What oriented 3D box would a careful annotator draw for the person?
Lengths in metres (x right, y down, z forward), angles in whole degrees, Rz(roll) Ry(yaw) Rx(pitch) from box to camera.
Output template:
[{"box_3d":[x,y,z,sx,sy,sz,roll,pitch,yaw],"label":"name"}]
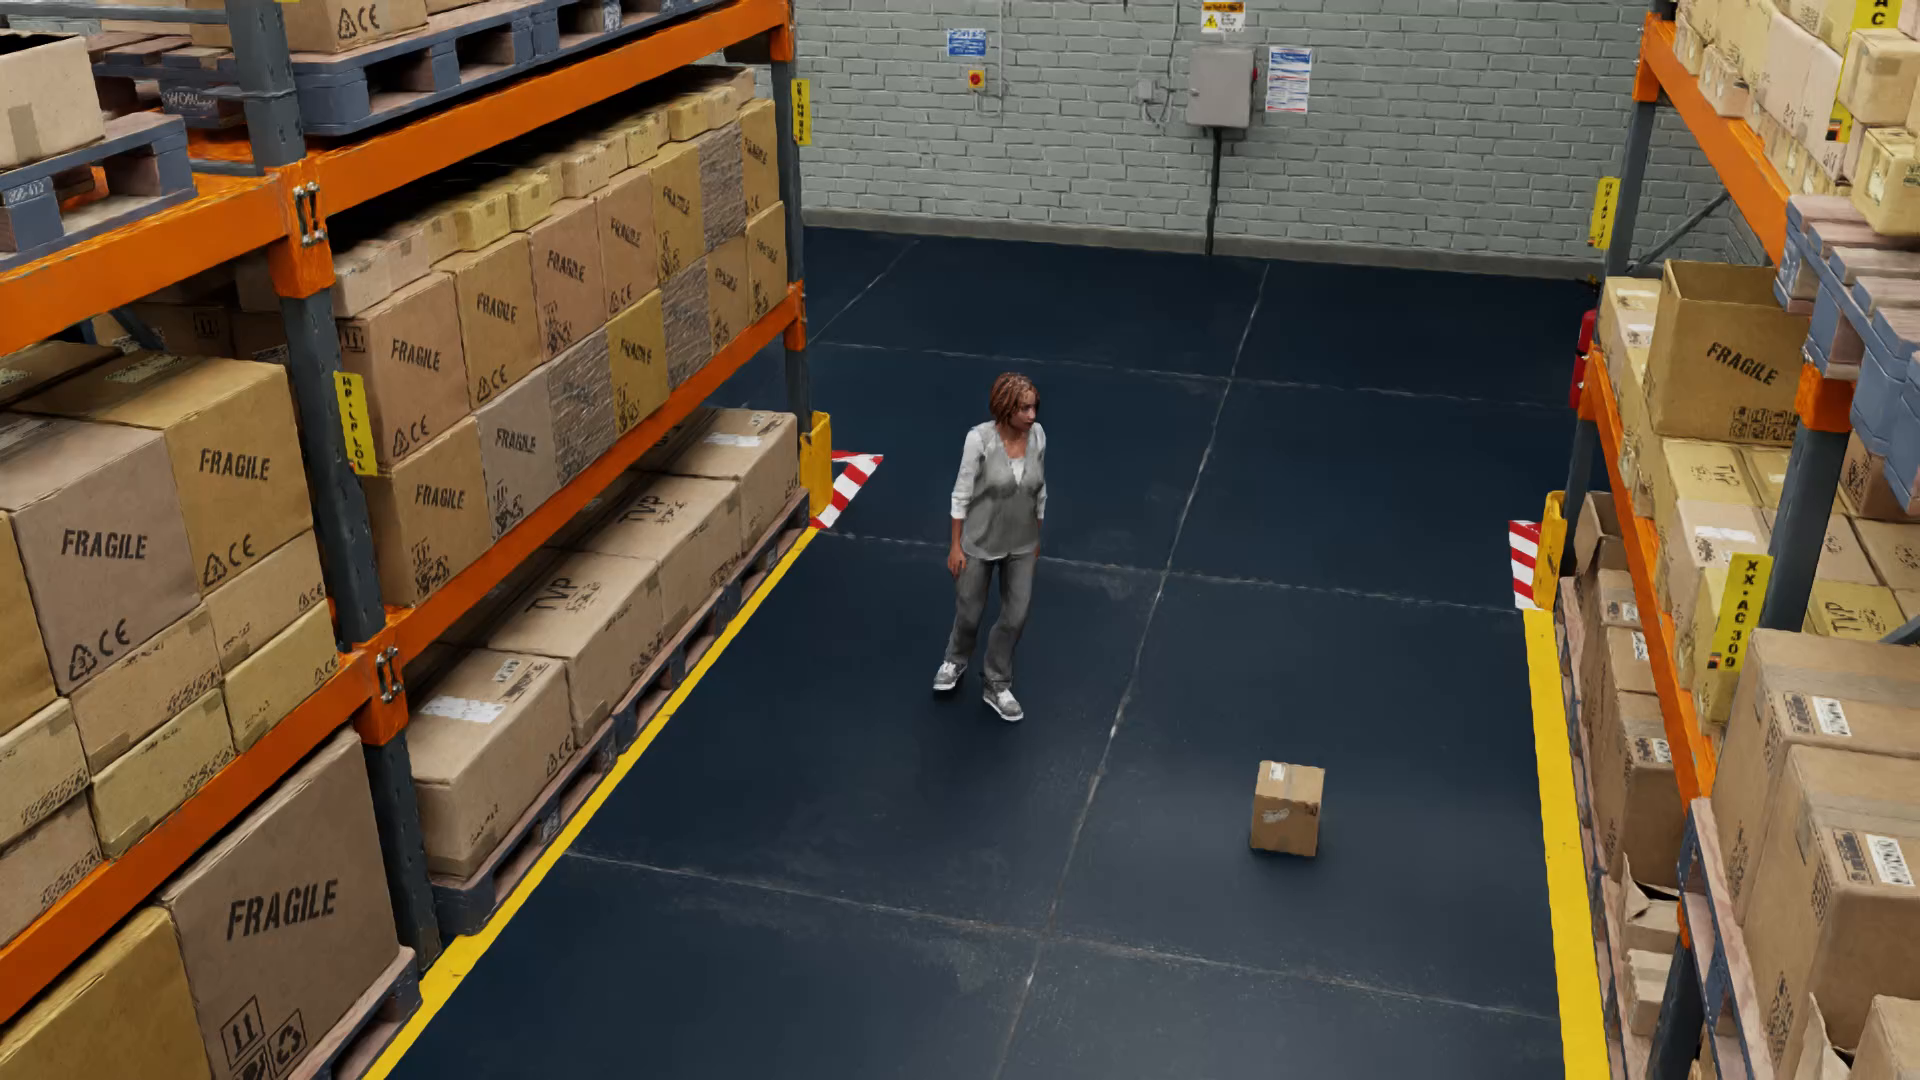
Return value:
[{"box_3d":[0.130,-0.001,7.128,0.470,1.587,0.499,-9,27,-18],"label":"person"}]
